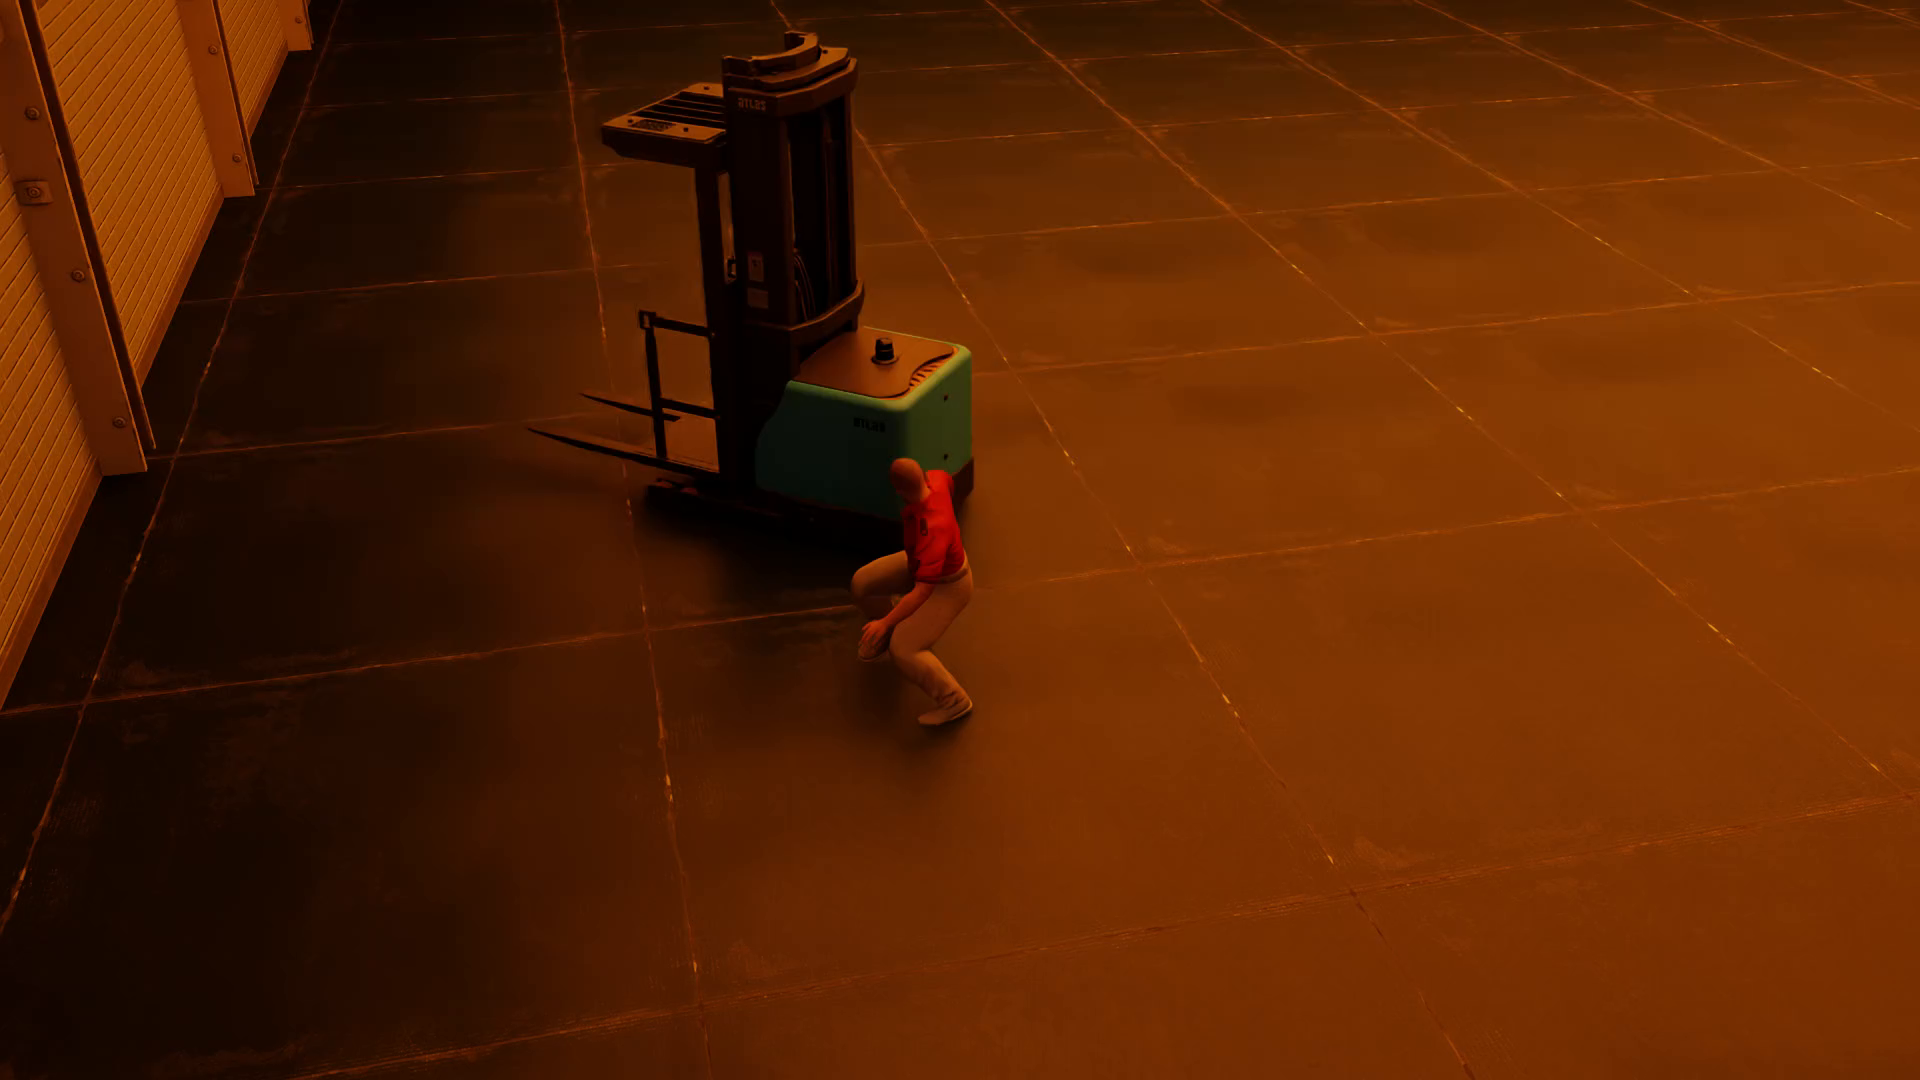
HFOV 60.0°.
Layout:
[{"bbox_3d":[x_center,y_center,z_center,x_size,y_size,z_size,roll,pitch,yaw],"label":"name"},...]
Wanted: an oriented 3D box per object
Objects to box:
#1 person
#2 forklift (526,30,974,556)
[{"bbox_3d":[-0.269,0.191,8.735,0.679,1.502,0.801,-8,31,-14],"label":"person"},{"bbox_3d":[-1.467,-1.667,10.454,3.031,2.935,1.130,14,33,22],"label":"forklift"}]
